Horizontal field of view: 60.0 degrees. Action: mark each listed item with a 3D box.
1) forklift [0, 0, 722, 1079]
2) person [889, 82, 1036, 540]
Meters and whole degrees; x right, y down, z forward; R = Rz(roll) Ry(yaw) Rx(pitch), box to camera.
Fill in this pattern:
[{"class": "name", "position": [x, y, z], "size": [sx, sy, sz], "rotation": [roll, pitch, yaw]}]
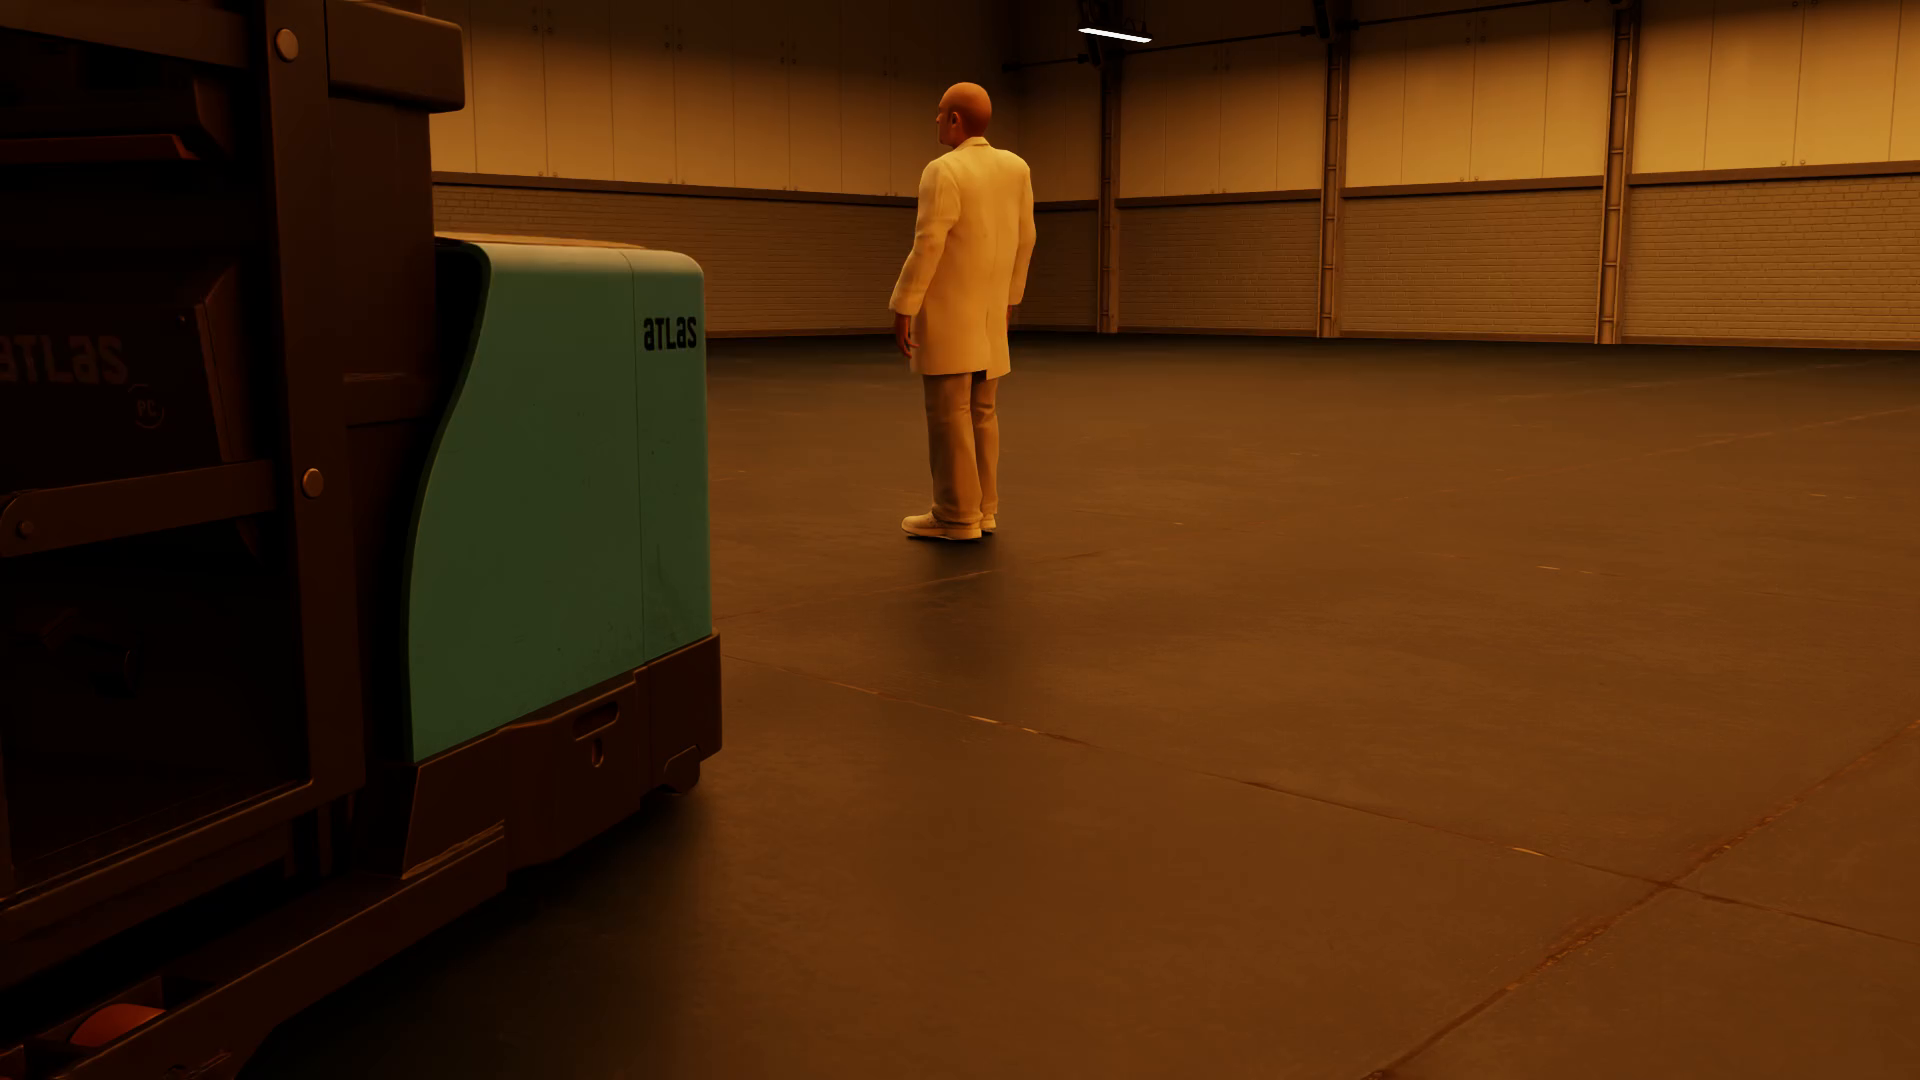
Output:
[{"class": "forklift", "position": [-1.429, -0.772, 2.001], "size": [1.130, 2.935, 3.031], "rotation": [3, 9, 18]}, {"class": "person", "position": [-0.063, -0.897, 6.649], "size": [0.578, 1.778, 0.698], "rotation": [8, 12, 43]}]
